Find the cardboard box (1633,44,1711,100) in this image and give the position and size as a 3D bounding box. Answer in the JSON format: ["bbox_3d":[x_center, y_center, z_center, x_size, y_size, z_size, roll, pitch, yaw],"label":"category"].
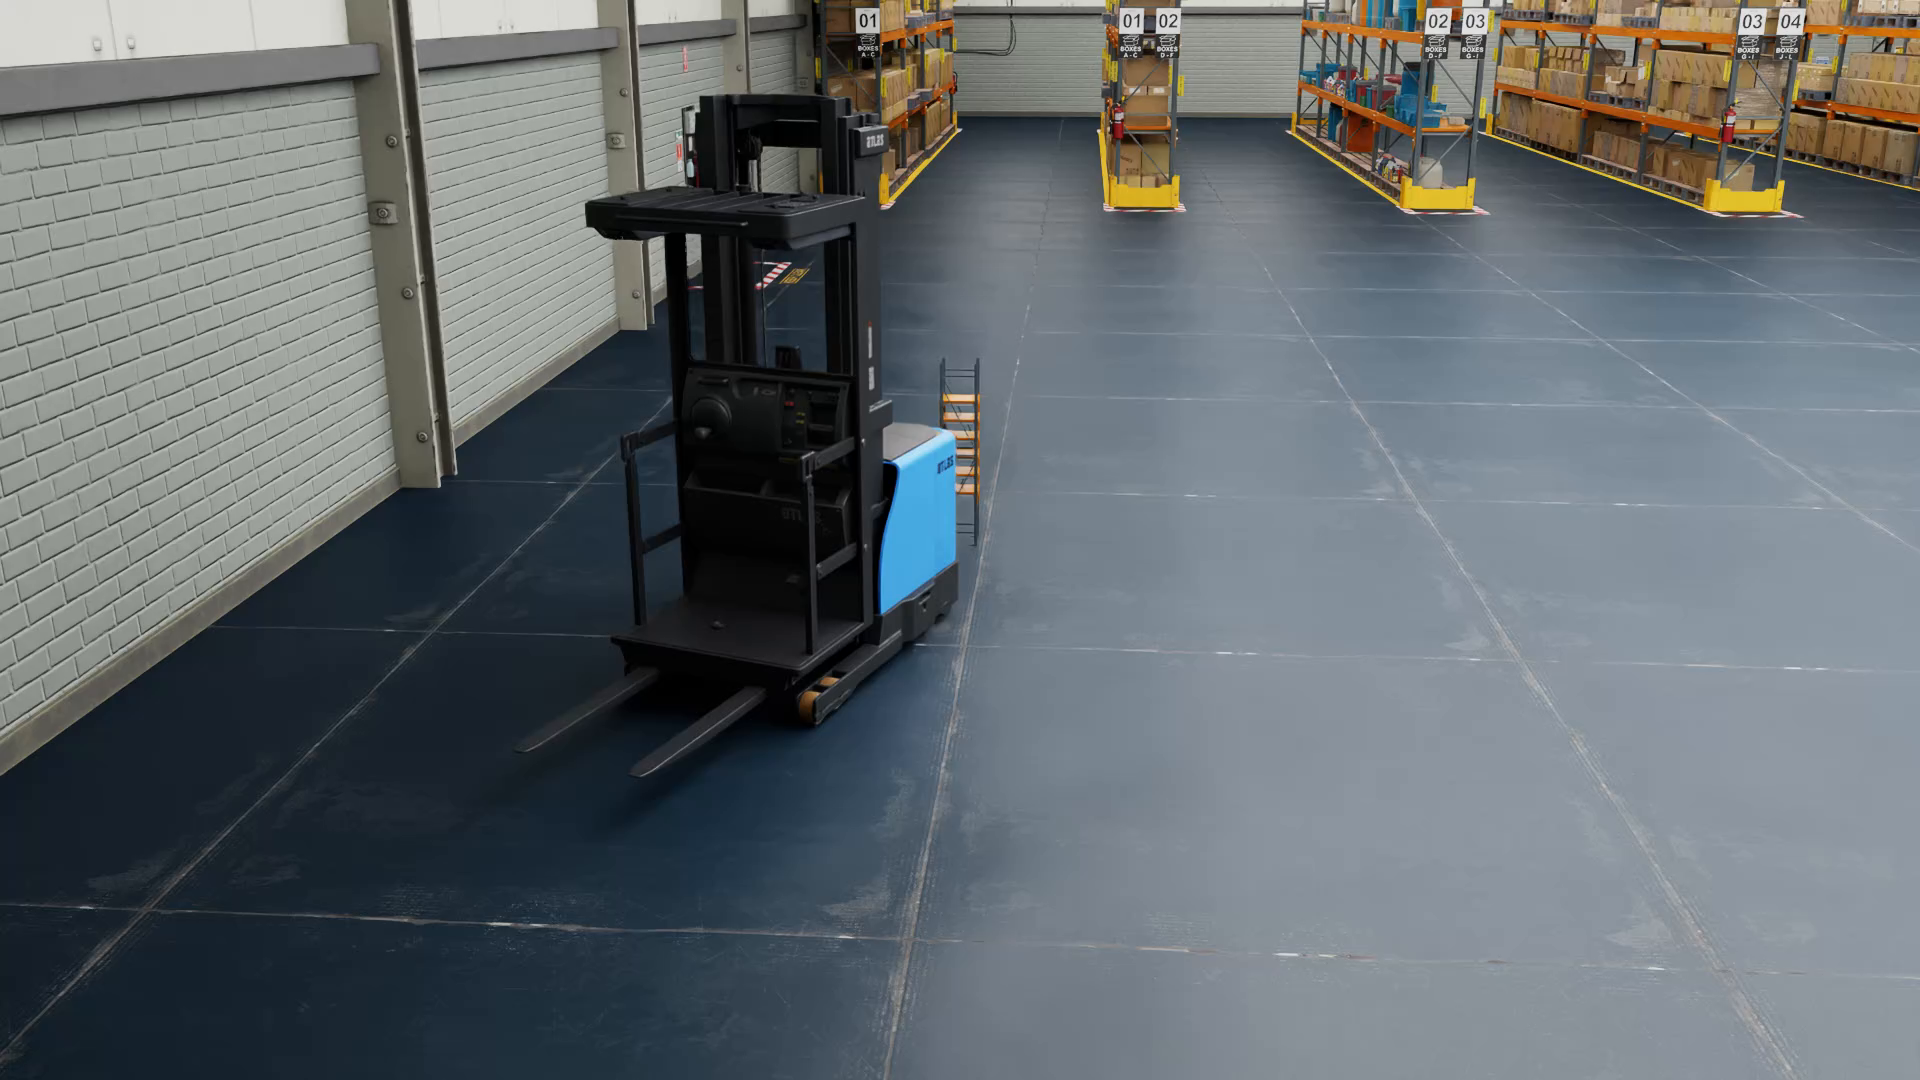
[{"bbox_3d":[13.480,-8.861,31.509,1.000,1.000,1.000,1,18,4],"label":"cardboard box"}]

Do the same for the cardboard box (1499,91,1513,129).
[{"bbox_3d":[14.177,-10.849,41.952,0.875,0.875,0.875,1,18,4],"label":"cardboard box"}]

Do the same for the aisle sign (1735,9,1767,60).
[{"bbox_3d":[12.693,-8.113,26.690,0.394,0.787,0.004,1,18,4],"label":"aisle sign"}]

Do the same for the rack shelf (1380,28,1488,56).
[{"bbox_3d":[8.199,-8.705,29.011,1.077,0.370,4.000,1,18,4],"label":"rack shelf"}]

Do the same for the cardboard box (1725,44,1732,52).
[{"bbox_3d":[18.664,-11.771,39.786,0.500,0.500,0.500,1,18,2],"label":"cardboard box"}]

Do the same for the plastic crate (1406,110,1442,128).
[{"bbox_3d":[7.794,-7.092,27.988,0.499,0.251,0.616,1,18,4],"label":"plastic crate"}]

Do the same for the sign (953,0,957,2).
[{"bbox_3d":[-0.138,-13.983,42.668,0.100,0.325,0.005,1,18,4],"label":"sign"}]

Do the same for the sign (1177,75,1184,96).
[{"bbox_3d":[3.669,-7.547,27.621,0.100,0.325,0.005,1,18,4],"label":"sign"}]

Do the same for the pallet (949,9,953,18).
[{"bbox_3d":[-0.721,-13.344,42.154,1.003,0.211,1.213,1,18,4],"label":"pallet"}]

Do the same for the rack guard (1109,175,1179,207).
[{"bbox_3d":[3.114,-5.917,28.178,1.175,0.500,0.348,1,18,4],"label":"rack guard"}]

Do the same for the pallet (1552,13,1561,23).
[{"bbox_3d":[13.840,-11.666,37.197,0.805,0.209,1.217,1,18,2],"label":"pallet"}]

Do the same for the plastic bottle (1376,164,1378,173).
[{"bbox_3d":[7.876,-7.001,31.261,0.097,0.201,0.097,0,18,0],"label":"plastic bottle"}]

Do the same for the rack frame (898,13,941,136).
[{"bbox_3d":[-0.965,-10.949,39.519,1.000,3.000,0.127,1,18,4],"label":"rack frame"}]

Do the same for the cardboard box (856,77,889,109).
[{"bbox_3d":[-1.491,-7.658,28.481,0.500,0.500,0.500,1,18,4],"label":"cardboard box"}]

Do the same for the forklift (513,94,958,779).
[{"bbox_3d":[-1.065,-0.638,8.164,1.130,2.935,3.031,8,20,22],"label":"forklift"}]

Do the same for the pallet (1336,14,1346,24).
[{"bbox_3d":[8.879,-11.465,36.582,1.003,0.211,1.213,1,18,4],"label":"pallet"}]

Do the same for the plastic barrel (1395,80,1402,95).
[{"bbox_3d":[8.630,-8.600,32.133,0.433,0.535,0.433,0,18,0],"label":"plastic barrel"}]

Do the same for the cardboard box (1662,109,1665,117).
[{"bbox_3d":[12.938,-7.719,30.068,0.380,0.149,0.250,1,18,4],"label":"cardboard box"}]

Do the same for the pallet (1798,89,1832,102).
[{"bbox_3d":[18.455,-9.365,34.995,1.213,0.211,1.003,1,18,4],"label":"pallet"}]

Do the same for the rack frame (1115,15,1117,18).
[{"bbox_3d":[3.403,-11.205,30.669,1.000,3.000,0.127,1,18,4],"label":"rack frame"}]

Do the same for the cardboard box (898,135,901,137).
[{"bbox_3d":[-1.516,-7.876,33.449,0.700,0.500,0.500,1,18,3],"label":"cardboard box"}]

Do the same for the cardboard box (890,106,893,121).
[{"bbox_3d":[-1.451,-7.466,29.100,0.500,0.250,0.500,1,18,2],"label":"cardboard box"}]

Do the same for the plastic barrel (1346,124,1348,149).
[{"bbox_3d":[8.599,-8.832,36.381,0.421,0.512,0.421,0,18,0],"label":"plastic barrel"}]

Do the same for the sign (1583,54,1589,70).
[{"bbox_3d":[13.016,-9.936,34.570,0.100,0.325,0.005,1,18,4],"label":"sign"}]

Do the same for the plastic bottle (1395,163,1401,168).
[{"bbox_3d":[7.977,-6.730,30.312,0.152,0.276,0.135,1,18,4],"label":"plastic bottle"}]

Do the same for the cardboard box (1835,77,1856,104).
[{"bbox_3d":[18.208,-9.147,33.859,0.500,0.500,0.500,1,18,5],"label":"cardboard box"}]

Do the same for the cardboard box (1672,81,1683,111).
[{"bbox_3d":[13.183,-7.871,29.488,0.875,0.500,0.500,1,18,4],"label":"cardboard box"}]

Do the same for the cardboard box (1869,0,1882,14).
[{"bbox_3d":[18.203,-10.458,32.611,0.500,0.250,0.500,2,18,5],"label":"cardboard box"}]

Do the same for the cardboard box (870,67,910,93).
[{"bbox_3d":[-1.405,-9.257,33.488,0.700,0.500,0.500,4,19,11],"label":"cardboard box"}]

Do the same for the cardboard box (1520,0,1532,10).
[{"bbox_3d":[14.010,-13.083,40.220,0.700,0.500,0.500,0,18,0],"label":"cardboard box"}]

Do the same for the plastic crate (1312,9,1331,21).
[{"bbox_3d":[8.736,-12.658,40.108,0.437,0.282,0.530,1,18,4],"label":"plastic crate"}]

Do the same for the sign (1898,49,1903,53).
[{"bbox_3d":[23.475,-12.101,41.520,0.100,0.325,0.005,1,18,4],"label":"sign"}]

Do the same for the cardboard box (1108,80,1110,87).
[{"bbox_3d":[3.622,-10.042,35.918,0.700,0.500,0.500,-5,19,-15],"label":"cardboard box"}]

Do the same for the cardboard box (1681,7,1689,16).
[{"bbox_3d":[12.880,-9.256,29.137,0.380,0.149,0.250,1,18,3],"label":"cardboard box"}]

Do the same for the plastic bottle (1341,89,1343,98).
[{"bbox_3d":[8.283,-9.663,35.916,0.097,0.201,0.097,0,18,0],"label":"plastic bottle"}]

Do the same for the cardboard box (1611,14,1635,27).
[{"bbox_3d":[13.218,-10.269,32.869,0.500,0.250,0.500,2,18,5],"label":"cardboard box"}]

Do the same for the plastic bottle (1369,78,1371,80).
[{"bbox_3d":[9.098,-10.069,36.915,0.144,0.351,0.185,1,18,4],"label":"plastic bottle"}]

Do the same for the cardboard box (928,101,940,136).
[{"bbox_3d":[-0.882,-9.922,39.164,0.750,0.750,0.750,1,18,5],"label":"cardboard box"}]

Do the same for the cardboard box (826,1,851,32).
[{"bbox_3d":[-2.048,-8.839,28.072,0.500,0.500,0.500,3,18,8],"label":"cardboard box"}]

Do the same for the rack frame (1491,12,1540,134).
[{"bbox_3d":[14.143,-11.859,42.298,1.000,3.000,0.127,1,18,4],"label":"rack frame"}]

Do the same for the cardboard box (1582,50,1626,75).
[{"bbox_3d":[13.638,-10.126,35.236,0.797,0.503,0.637,2,18,6],"label":"cardboard box"}]

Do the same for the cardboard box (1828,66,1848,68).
[{"bbox_3d":[18.812,-10.061,35.583,0.380,0.149,0.250,2,18,6],"label":"cardboard box"}]

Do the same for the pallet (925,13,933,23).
[{"bbox_3d":[-1.181,-11.591,36.964,1.003,0.211,1.213,2,18,6],"label":"pallet"}]

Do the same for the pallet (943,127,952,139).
[{"bbox_3d":[-0.748,-10.238,41.829,1.003,0.211,1.213,1,18,4],"label":"pallet"}]

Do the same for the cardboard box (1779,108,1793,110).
[{"bbox_3d":[18.480,-9.619,37.598,0.500,0.250,0.500,0,18,1],"label":"cardboard box"}]

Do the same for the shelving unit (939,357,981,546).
[{"bbox_3d":[-0.001,-0.566,10.722,0.258,1.200,0.189,1,18,4],"label":"shelving unit"}]

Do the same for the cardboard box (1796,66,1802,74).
[{"bbox_3d":[18.165,-10.075,35.627,0.380,0.149,0.250,1,18,4],"label":"cardboard box"}]

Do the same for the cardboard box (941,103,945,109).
[{"bbox_3d":[-0.566,-10.763,41.251,0.380,0.149,0.250,1,18,2],"label":"cardboard box"}]

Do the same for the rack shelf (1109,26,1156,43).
[{"bbox_3d":[3.546,-10.059,33.143,1.077,0.370,4.000,1,18,4],"label":"rack shelf"}]

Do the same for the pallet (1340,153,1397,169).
[{"bbox_3d":[8.535,-7.920,34.756,1.003,0.211,1.213,1,18,4],"label":"pallet"}]

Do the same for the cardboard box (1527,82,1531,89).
[{"bbox_3d":[13.570,-10.680,39.102,0.380,0.149,0.250,2,18,5],"label":"cardboard box"}]
